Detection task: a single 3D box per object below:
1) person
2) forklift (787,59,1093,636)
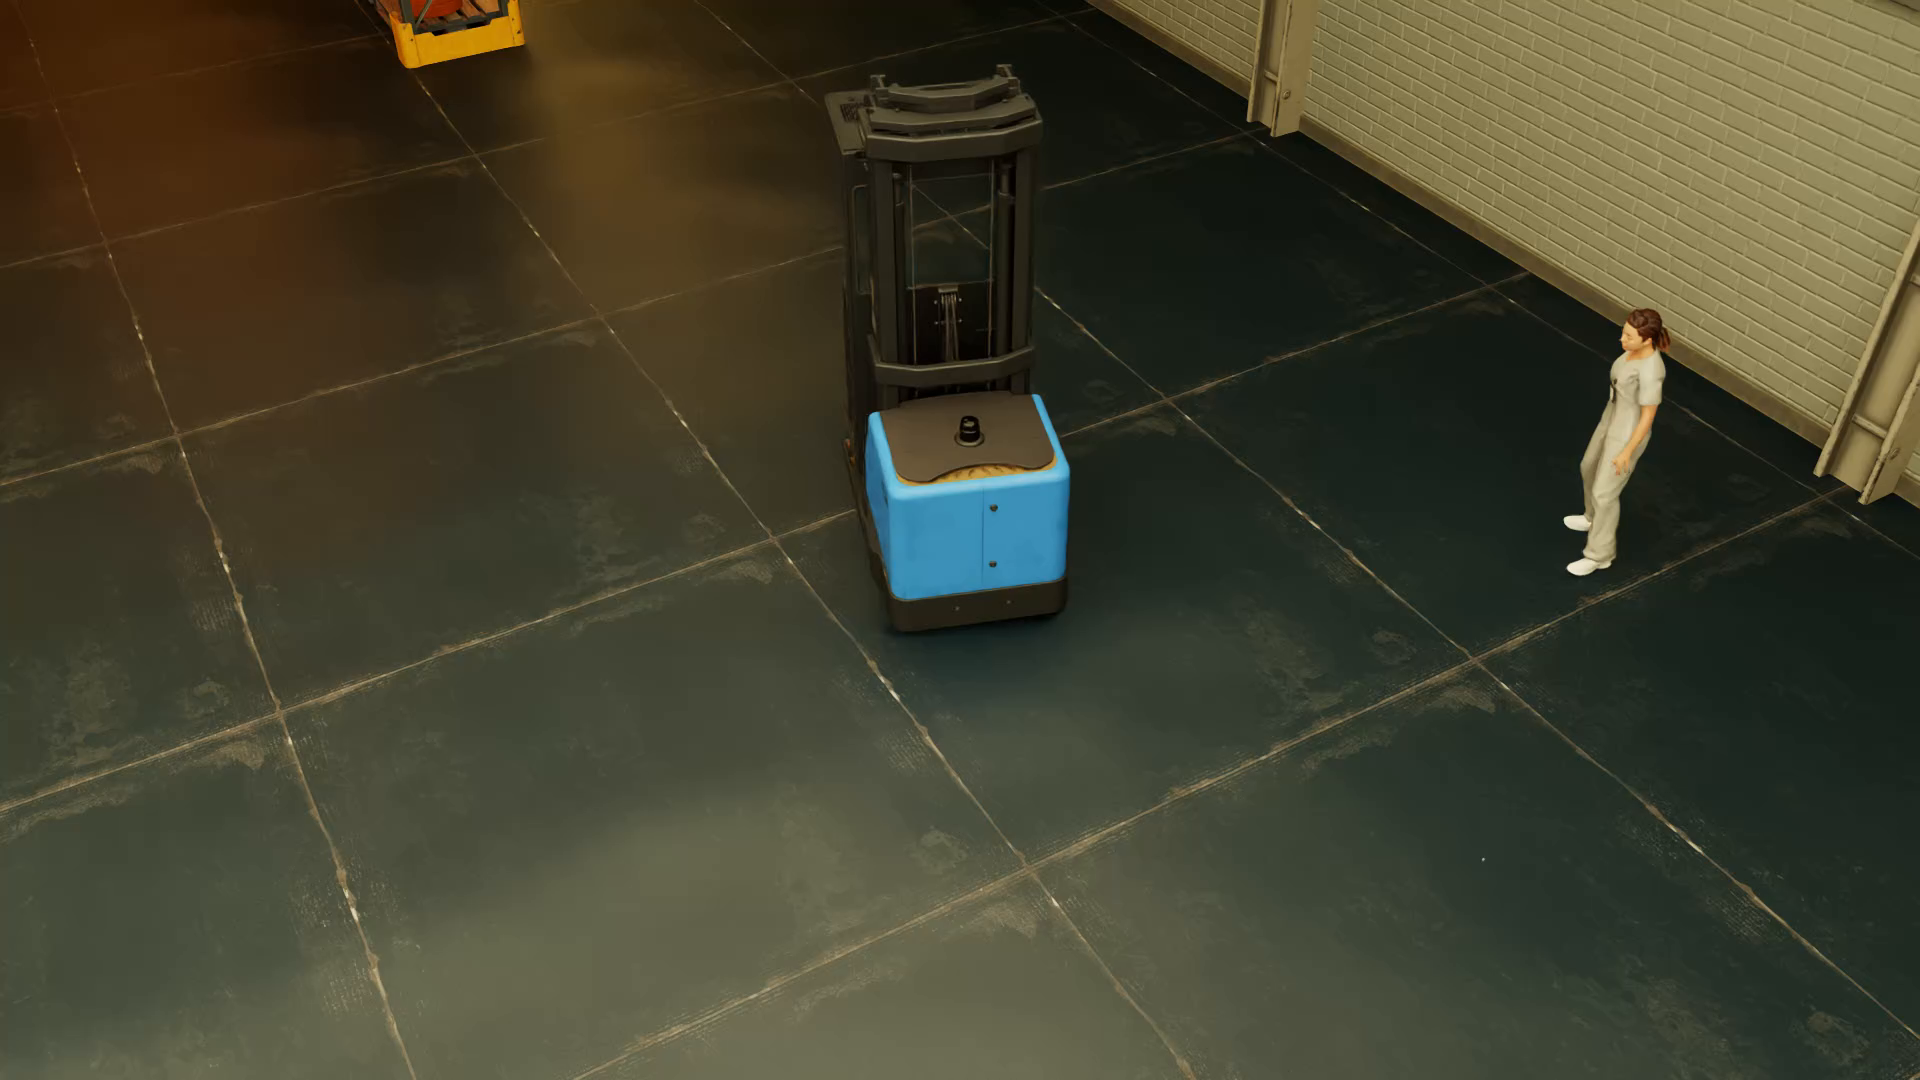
[{"bbox_3d":[3.885,-0.640,9.810,0.398,1.653,0.660,1,40,2],"label":"person"},{"bbox_3d":[-0.295,-1.518,9.866,1.130,2.935,3.031,-16,42,-18],"label":"forklift"}]
